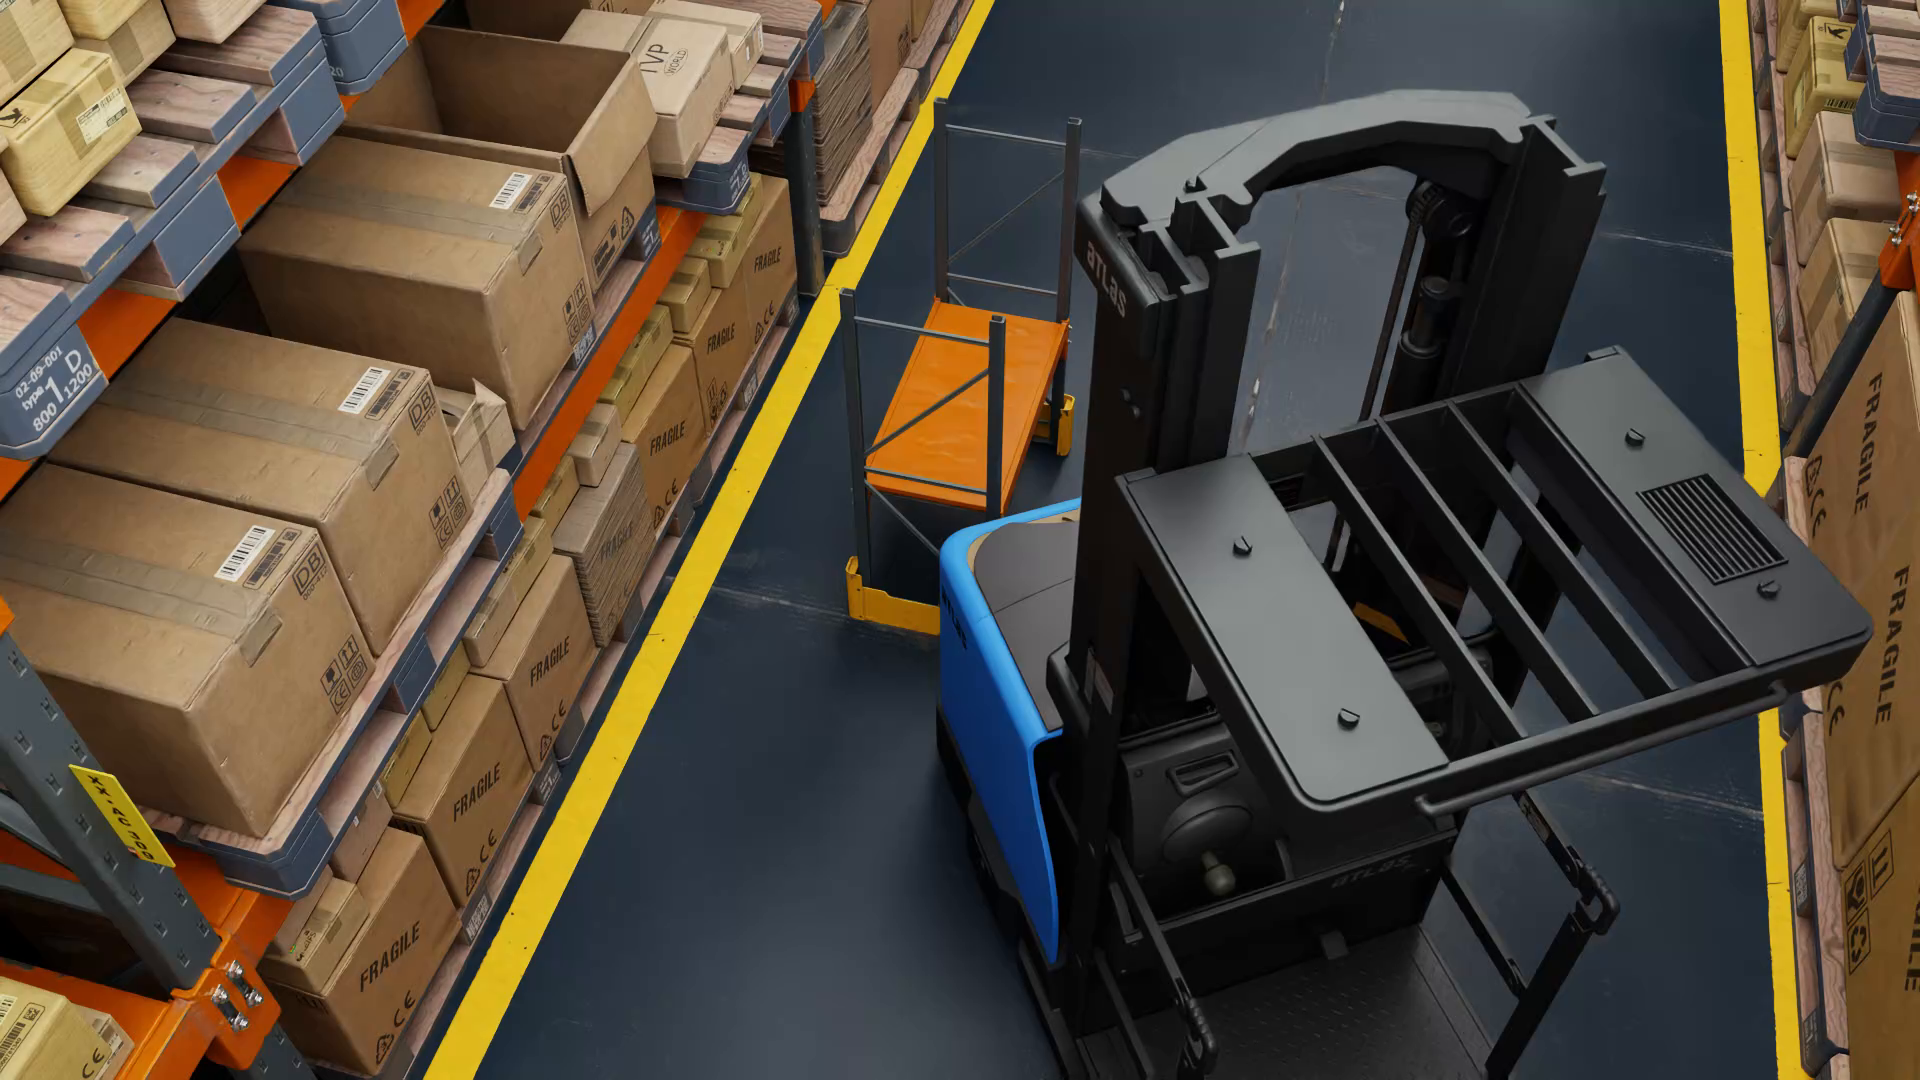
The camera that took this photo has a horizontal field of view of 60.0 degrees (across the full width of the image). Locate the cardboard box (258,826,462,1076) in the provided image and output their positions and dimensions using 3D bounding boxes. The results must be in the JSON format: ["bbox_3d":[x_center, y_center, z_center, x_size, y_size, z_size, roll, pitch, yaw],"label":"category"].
[{"bbox_3d":[-1.793,1.102,4.664,0.500,0.500,0.500,14,50,12],"label":"cardboard box"}]

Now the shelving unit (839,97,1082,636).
[{"bbox_3d":[0.020,-0.551,5.736,0.587,1.500,1.083,12,50,10],"label":"shelving unit"}]

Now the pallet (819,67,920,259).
[{"bbox_3d":[-0.830,-1.839,7.732,1.003,0.211,1.213,12,50,10],"label":"pallet"}]

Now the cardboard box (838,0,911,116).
[{"bbox_3d":[-0.742,-2.450,7.715,0.875,0.625,0.625,13,50,11],"label":"cardboard box"}]

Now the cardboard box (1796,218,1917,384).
[{"bbox_3d":[3.864,-0.873,6.493,0.950,0.372,0.625,9,49,7],"label":"cardboard box"}]

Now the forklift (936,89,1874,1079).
[{"bbox_3d":[0.893,0.645,3.726,1.130,2.935,3.031,-15,50,-13],"label":"forklift"}]

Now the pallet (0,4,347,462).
[{"bbox_3d":[-1.898,-0.669,2.965,1.213,0.211,1.003,12,50,10],"label":"pallet"}]

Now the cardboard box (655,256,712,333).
[{"bbox_3d":[-1.124,-0.908,6.005,0.380,0.149,0.250,10,49,9],"label":"cardboard box"}]

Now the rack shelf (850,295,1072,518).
[{"bbox_3d":[0.022,-0.439,5.877,0.538,0.185,1.000,12,50,10],"label":"rack shelf"}]

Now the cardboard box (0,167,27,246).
[{"bbox_3d":[-1.675,-0.500,2.511,0.380,0.149,0.250,12,50,11],"label":"cardboard box"}]

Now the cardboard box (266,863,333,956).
[{"bbox_3d":[-1.844,0.875,4.233,0.380,0.149,0.250,11,49,9],"label":"cardboard box"}]

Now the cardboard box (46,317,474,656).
[{"bbox_3d":[-1.658,-0.133,4.020,0.700,0.500,0.500,12,50,10],"label":"cardboard box"}]

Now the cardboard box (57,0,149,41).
[{"bbox_3d":[-1.526,-0.972,2.729,0.380,0.149,0.250,11,49,9],"label":"cardboard box"}]

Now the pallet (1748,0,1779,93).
[{"bbox_3d":[4.555,-2.604,8.408,1.003,0.211,1.213,12,50,10],"label":"pallet"}]

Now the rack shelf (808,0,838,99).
[{"bbox_3d":[-0.558,-3.383,7.715,1.077,0.370,4.000,12,50,10],"label":"rack shelf"}]

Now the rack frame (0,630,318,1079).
[{"bbox_3d":[-2.137,0.719,3.615,1.000,3.000,0.127,12,50,10],"label":"rack frame"}]

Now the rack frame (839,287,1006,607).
[{"bbox_3d":[-0.111,-0.190,5.418,0.500,1.500,0.032,12,50,10],"label":"rack frame"}]

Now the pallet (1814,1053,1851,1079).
[{"bbox_3d":[2.783,2.046,4.304,1.003,0.211,1.213,12,50,10],"label":"pallet"}]

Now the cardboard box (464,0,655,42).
[{"bbox_3d":[-1.370,-2.005,5.672,0.500,0.500,0.500,14,50,12],"label":"cardboard box"}]

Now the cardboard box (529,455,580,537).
[{"bbox_3d":[-1.460,-0.172,5.356,0.380,0.149,0.250,12,50,10],"label":"cardboard box"}]

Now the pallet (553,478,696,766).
[{"bbox_3d":[-1.640,0.161,5.967,1.003,0.211,1.213,12,50,10],"label":"pallet"}]

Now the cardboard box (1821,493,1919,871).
[{"bbox_3d":[3.205,0.494,4.950,0.875,0.875,0.875,12,50,10],"label":"cardboard box"}]

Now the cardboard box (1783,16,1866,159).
[{"bbox_3d":[4.255,-1.956,7.448,0.950,0.372,0.625,13,50,11],"label":"cardboard box"}]

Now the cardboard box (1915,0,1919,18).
[{"bbox_3d":[3.589,-1.936,5.845,0.380,0.149,0.250,11,50,10],"label":"cardboard box"}]

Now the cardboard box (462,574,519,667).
[{"bbox_3d":[-1.570,0.208,5.020,0.380,0.149,0.250,11,50,10],"label":"cardboard box"}]

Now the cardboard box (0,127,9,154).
[{"bbox_3d":[-1.635,-0.590,2.392,0.380,0.149,0.250,13,50,11],"label":"cardboard box"}]

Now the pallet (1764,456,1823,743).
[{"bbox_3d":[3.425,0.281,5.861,1.003,0.211,1.213,12,50,10],"label":"pallet"}]

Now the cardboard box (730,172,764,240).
[{"bbox_3d":[-0.970,-1.293,6.345,0.380,0.149,0.250,9,49,8],"label":"cardboard box"}]

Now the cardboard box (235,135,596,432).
[{"bbox_3d":[-1.451,-0.701,4.521,0.700,0.500,0.500,11,50,10],"label":"cardboard box"}]

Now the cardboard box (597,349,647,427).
[{"bbox_3d":[-1.302,-0.546,5.685,0.380,0.149,0.250,11,49,9],"label":"cardboard box"}]

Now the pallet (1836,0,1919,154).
[{"bbox_3d":[3.790,-1.670,5.852,1.213,0.211,1.003,12,50,10],"label":"pallet"}]

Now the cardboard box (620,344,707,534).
[{"bbox_3d":[-1.265,-0.399,5.988,0.500,0.500,0.500,14,50,12],"label":"cardboard box"}]

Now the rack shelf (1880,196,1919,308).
[{"bbox_3d":[3.179,0.487,4.299,1.077,0.370,4.000,12,50,10],"label":"rack shelf"}]

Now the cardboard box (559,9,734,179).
[{"bbox_3d":[-1.050,-1.436,5.337,0.500,0.250,0.500,9,49,8],"label":"cardboard box"}]

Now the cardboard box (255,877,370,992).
[{"bbox_3d":[-1.786,0.986,4.334,0.380,0.149,0.250,14,50,12],"label":"cardboard box"}]

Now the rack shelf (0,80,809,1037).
[{"bbox_3d":[-1.611,-0.489,5.161,1.077,0.370,4.000,12,50,10],"label":"rack shelf"}]

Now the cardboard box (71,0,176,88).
[{"bbox_3d":[-1.601,-0.883,2.849,0.380,0.149,0.250,12,50,10],"label":"cardboard box"}]

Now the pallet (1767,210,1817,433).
[{"bbox_3d":[3.913,-0.840,6.850,1.003,0.211,1.213,12,50,10],"label":"pallet"}]

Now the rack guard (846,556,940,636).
[{"bbox_3d":[-0.111,0.222,5.887,0.587,0.250,0.087,12,50,10],"label":"rack guard"}]

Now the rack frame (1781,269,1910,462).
[{"bbox_3d":[3.705,-1.197,5.306,1.000,3.000,0.127,12,50,10],"label":"rack frame"}]

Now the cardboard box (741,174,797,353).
[{"bbox_3d":[-0.988,-1.138,6.641,0.500,0.500,0.500,13,50,11],"label":"cardboard box"}]

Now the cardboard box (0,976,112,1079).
[{"bbox_3d":[-2.036,1.087,3.192,0.500,0.250,0.500,13,50,11],"label":"cardboard box"}]

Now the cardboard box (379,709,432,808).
[{"bbox_3d":[-1.731,0.582,4.690,0.380,0.149,0.250,9,49,8],"label":"cardboard box"}]

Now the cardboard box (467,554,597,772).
[{"bbox_3d":[-1.526,0.355,5.324,0.500,0.500,0.500,10,49,9],"label":"cardboard box"}]
